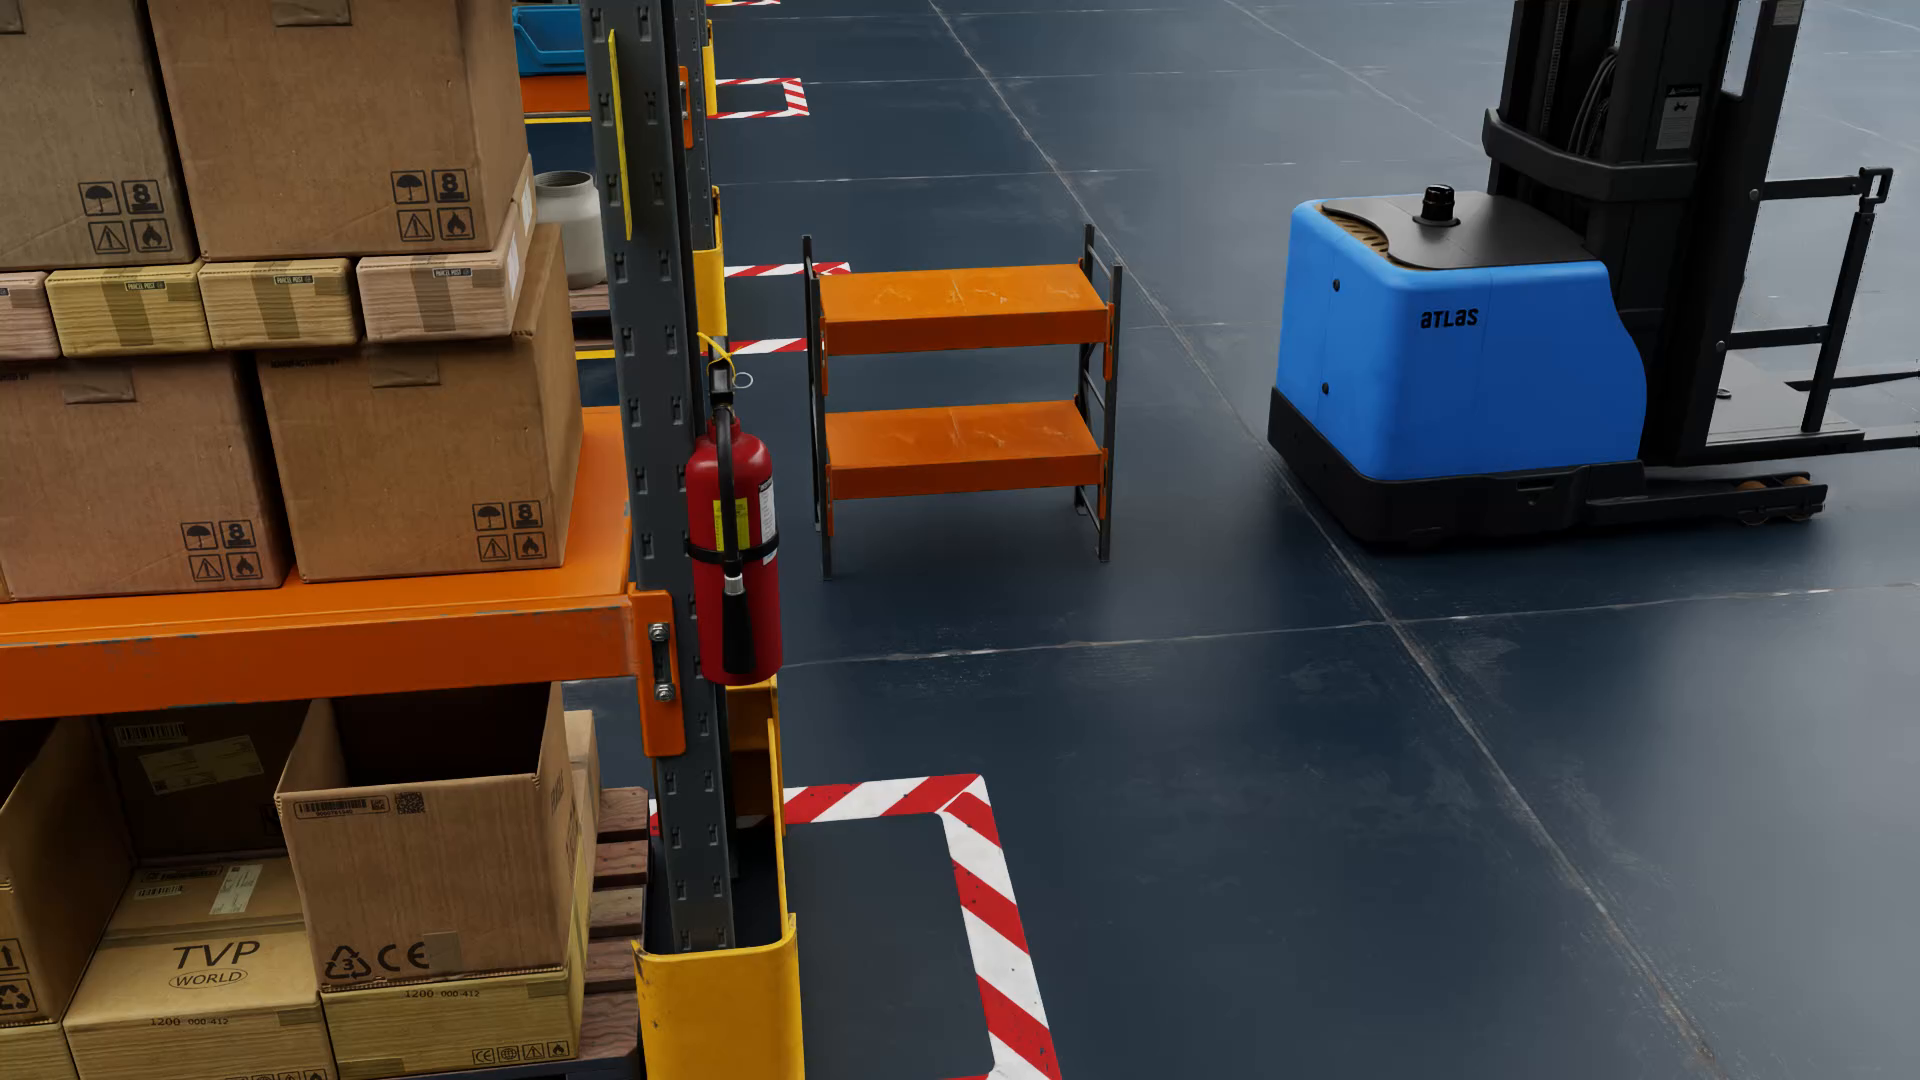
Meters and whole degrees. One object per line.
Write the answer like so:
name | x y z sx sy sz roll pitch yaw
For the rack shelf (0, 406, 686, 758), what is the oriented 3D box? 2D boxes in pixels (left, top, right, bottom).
rack shelf | -2.598 0.160 3.441 4.000 0.370 1.077 -4 27 -7

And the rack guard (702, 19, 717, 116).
rack guard | -2.069 -3.649 12.814 0.348 0.500 1.175 -4 27 -7

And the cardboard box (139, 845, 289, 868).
cardboard box | -1.674 0.716 4.120 0.500 0.250 0.500 -4 27 -7

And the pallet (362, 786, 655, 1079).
pallet | -1.369 1.021 4.029 1.213 0.211 1.003 -4 27 -7

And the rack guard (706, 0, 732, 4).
rack guard | -2.561 -5.904 17.209 0.348 0.500 1.175 -4 27 -7

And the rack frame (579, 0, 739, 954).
rack frame | -0.618 -0.287 3.524 0.127 3.000 1.000 -4 27 -7

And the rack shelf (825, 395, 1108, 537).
rack shelf | -0.007 -0.282 6.104 1.000 0.278 0.538 -4 27 -7

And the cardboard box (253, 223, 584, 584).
cardboard box | -1.082 -0.308 3.455 0.500 0.500 0.700 -4 27 -7

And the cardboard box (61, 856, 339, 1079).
cardboard box | -1.601 0.954 3.657 0.500 0.250 0.500 -4 27 -7

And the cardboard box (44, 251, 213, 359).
cardboard box | -1.482 -0.476 3.073 0.250 0.149 0.380 -4 27 -8

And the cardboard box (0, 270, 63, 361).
cardboard box | -1.731 -0.461 3.043 0.250 0.149 0.380 -3 27 -6

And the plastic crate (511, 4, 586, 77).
plastic crate | -1.758 -2.294 7.597 0.616 0.251 0.499 -4 27 -7

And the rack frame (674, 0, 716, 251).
rack frame | -1.304 -2.527 7.889 0.127 3.000 1.000 -4 27 -7

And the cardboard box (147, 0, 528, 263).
cardboard box | -1.134 -0.882 3.152 0.500 0.500 0.700 -4 27 -7

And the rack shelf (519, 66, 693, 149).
rack shelf | -3.285 -2.080 7.805 4.000 0.370 1.077 -4 27 -7

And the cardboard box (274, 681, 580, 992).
cardboard box | -1.107 0.584 3.556 0.500 0.500 0.500 -4 27 -7

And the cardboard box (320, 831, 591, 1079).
cardboard box | -1.108 0.917 3.729 0.500 0.250 0.500 -4 27 -7

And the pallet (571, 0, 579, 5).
pallet | -3.366 -5.688 17.104 1.213 0.211 1.003 -4 27 -7

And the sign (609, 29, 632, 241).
sign | -0.556 -0.662 2.726 0.005 0.325 0.100 -4 27 -7

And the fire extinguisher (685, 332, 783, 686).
fire extinguisher | -0.436 -0.050 3.147 0.183 0.674 0.296 -4 27 -7

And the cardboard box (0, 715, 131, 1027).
cardboard box | -2.096 0.654 3.419 0.500 0.500 0.500 -4 27 -7

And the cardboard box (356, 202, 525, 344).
cardboard box | -0.970 -0.510 3.138 0.250 0.149 0.380 -4 27 -8

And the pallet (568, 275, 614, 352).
pallet | -2.178 -1.211 8.379 1.213 0.211 1.003 -4 27 -7

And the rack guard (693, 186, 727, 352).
rack guard | -1.373 -1.389 8.409 0.348 0.500 1.175 -4 27 -7

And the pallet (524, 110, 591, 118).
pallet | -2.879 -3.485 12.810 1.213 0.211 1.003 -4 27 -7

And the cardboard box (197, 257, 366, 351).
cardboard box | -1.229 -0.493 3.104 0.250 0.149 0.380 -3 27 -6

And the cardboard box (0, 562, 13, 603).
cardboard box | -2.094 -0.243 3.329 0.500 0.500 0.700 -3 27 -7

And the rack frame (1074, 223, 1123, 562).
rack frame | 0.497 -0.532 6.055 0.032 1.125 0.500 -4 27 -7

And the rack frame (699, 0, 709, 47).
rack frame | -1.994 -4.766 12.253 0.127 3.000 1.000 -4 27 -7

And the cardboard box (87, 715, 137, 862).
cardboard box | -2.168 0.419 3.877 0.500 0.500 0.500 -4 27 -7

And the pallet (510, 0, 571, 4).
pallet | -4.571 -5.612 16.955 1.213 0.211 1.003 -4 27 -7

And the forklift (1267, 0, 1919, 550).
forklift | 2.845 -1.592 6.141 3.031 2.935 1.130 -5 28 -10

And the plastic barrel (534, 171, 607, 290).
plastic barrel | -1.945 -1.530 8.212 0.421 0.512 0.421 0 27 0

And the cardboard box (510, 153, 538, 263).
cardboard box | -1.036 -0.693 3.494 0.250 0.149 0.380 -4 27 -7

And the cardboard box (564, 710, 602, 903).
cardboard box | -1.180 0.683 4.186 0.500 0.250 0.500 -4 27 -7

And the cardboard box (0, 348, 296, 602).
cardboard box | -1.601 -0.272 3.385 0.500 0.500 0.700 -3 27 -6

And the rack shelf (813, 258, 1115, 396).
rack shelf | -0.007 -0.760 5.859 1.000 0.278 0.538 -4 27 -7

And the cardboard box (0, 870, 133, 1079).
cardboard box | -2.096 0.987 3.593 0.500 0.250 0.500 -4 27 -7

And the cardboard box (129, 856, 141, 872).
cardboard box | -2.170 0.748 4.059 0.500 0.250 0.500 -4 27 -7

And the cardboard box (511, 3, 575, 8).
cardboard box | -3.202 -3.755 12.560 0.500 0.500 0.500 3 27 6

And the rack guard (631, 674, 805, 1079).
rack guard | -0.594 0.823 4.098 0.348 0.500 1.175 -4 27 -7

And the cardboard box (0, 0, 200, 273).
cardboard box | -1.654 -0.846 3.082 0.500 0.500 0.700 -4 27 -8

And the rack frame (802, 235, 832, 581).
rack frame | -0.510 -0.468 5.929 0.032 1.125 0.500 -4 27 -7

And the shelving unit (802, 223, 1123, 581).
shelving unit | -0.007 -0.500 5.992 1.048 1.125 0.538 -4 27 -7

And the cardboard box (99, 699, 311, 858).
cardboard box | -1.675 0.382 3.951 0.500 0.500 0.500 -4 27 -7
